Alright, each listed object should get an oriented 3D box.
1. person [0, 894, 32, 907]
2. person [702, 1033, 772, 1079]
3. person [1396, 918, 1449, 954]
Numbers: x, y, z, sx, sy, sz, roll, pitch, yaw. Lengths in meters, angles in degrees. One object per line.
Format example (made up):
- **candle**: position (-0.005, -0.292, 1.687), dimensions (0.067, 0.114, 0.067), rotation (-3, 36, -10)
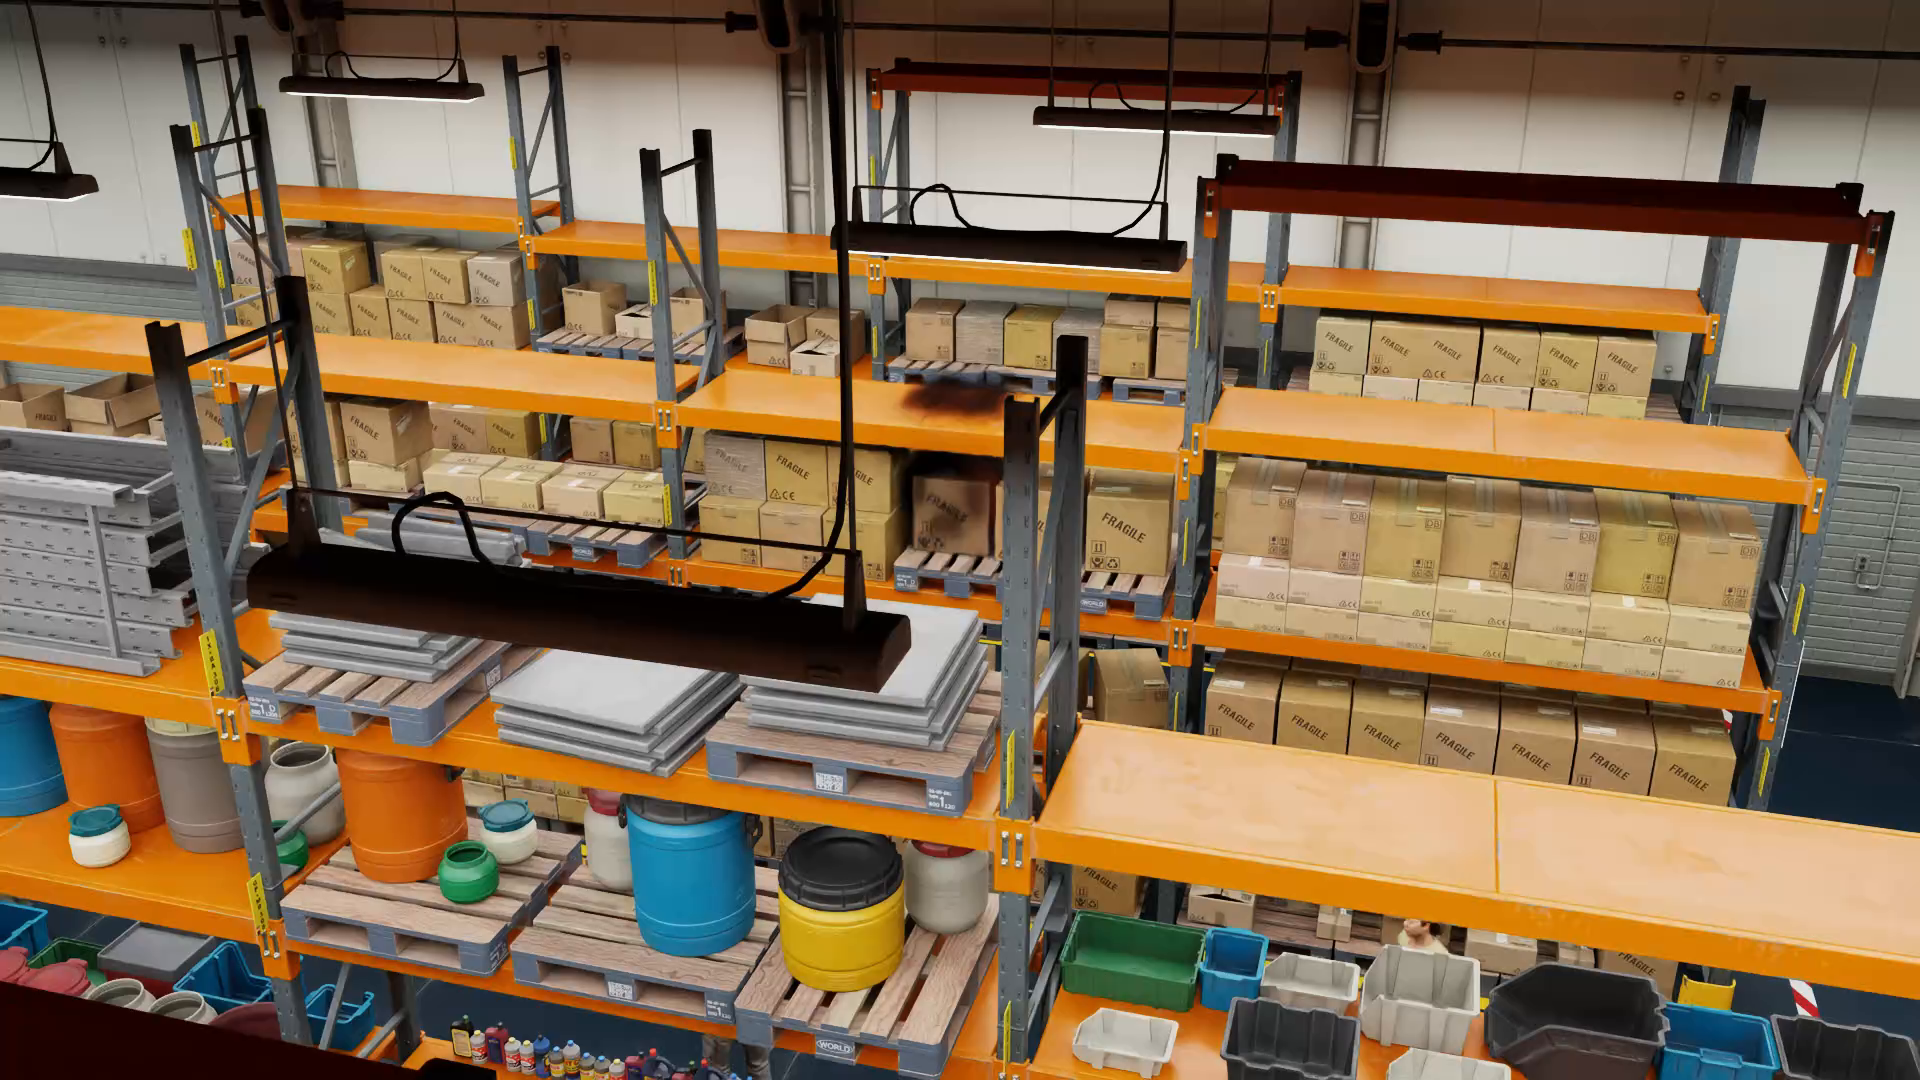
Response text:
- **person**: position (-7.523, 2.323, 12.913), dimensions (0.541, 1.714, 0.609), rotation (-20, 30, -40)
- **person**: position (-1.474, 3.114, 10.842), dimensions (0.570, 1.806, 0.444), rotation (-5, 23, -13)
- **person**: position (3.039, 3.130, 11.063), dimensions (0.419, 1.673, 0.514), rotation (-12, 25, -26)
